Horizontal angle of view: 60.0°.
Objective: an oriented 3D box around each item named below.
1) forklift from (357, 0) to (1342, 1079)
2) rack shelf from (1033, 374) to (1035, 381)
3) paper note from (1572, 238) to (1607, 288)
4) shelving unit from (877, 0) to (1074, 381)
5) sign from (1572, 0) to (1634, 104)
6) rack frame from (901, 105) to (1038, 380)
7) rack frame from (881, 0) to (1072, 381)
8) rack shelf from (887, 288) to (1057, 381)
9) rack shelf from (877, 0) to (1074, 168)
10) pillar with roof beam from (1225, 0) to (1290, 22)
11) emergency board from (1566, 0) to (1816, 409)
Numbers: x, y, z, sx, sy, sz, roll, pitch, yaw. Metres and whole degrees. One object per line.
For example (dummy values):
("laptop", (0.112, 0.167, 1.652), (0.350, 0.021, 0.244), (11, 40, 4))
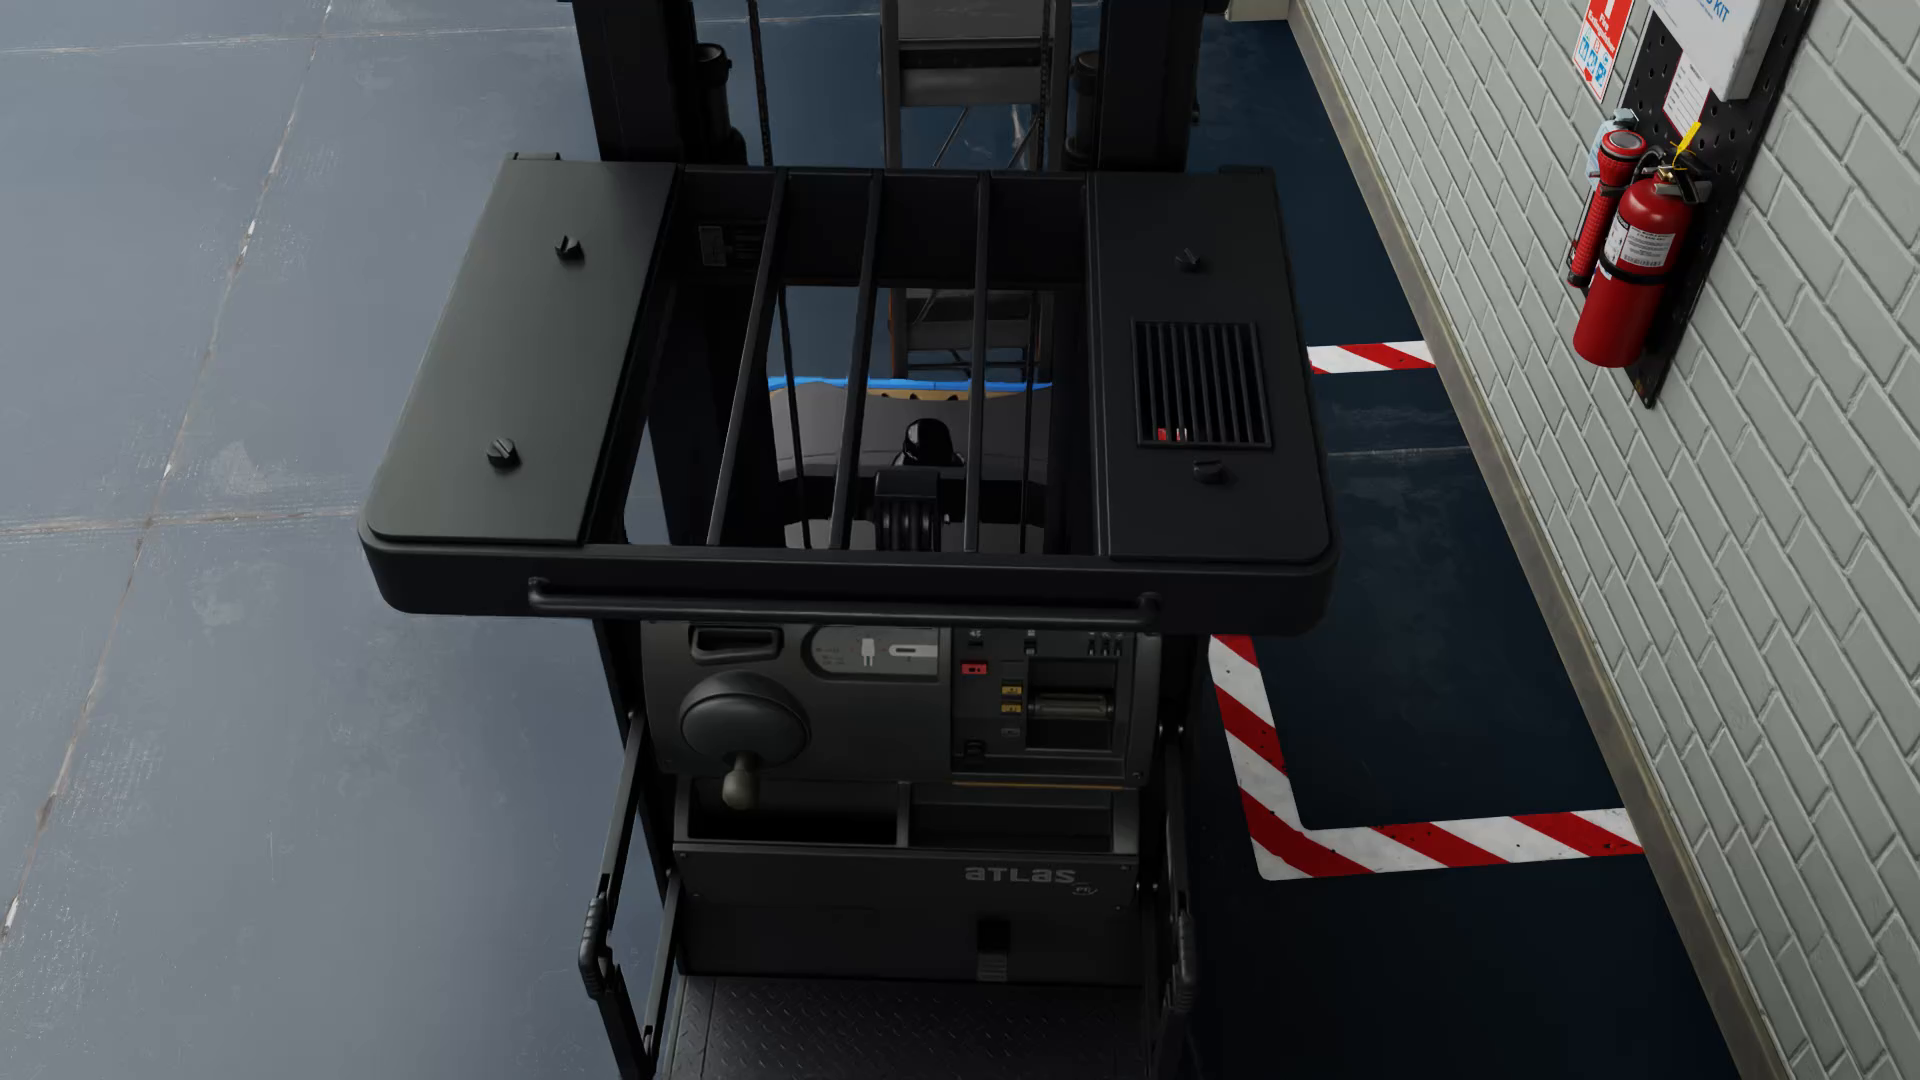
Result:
("forklift", (-0.111, 0.394, 2.858), (1.130, 2.935, 3.031), (1, 47, 1))
("rack shelf", (0.024, -0.131, 4.911), (0.431, 0.518, 0.480), (-2, 47, -2))
("paper note", (1.721, -0.785, 4.534), (0.016, 0.148, 0.142), (-3, 47, -3))
("shelving unit", (0.025, -0.622, 4.392), (0.431, 2.100, 0.503), (-2, 47, -2))
("sign", (1.724, -1.374, 4.461), (0.001, 0.329, 0.234), (-3, 47, -3))
("rack frame", (0.015, -0.799, 4.560), (0.400, 2.100, 0.015), (-2, 47, -2))
("rack frame", (0.034, -0.445, 4.225), (0.400, 2.100, 0.015), (-2, 47, -2))
("rack shelf", (0.025, -0.612, 4.402), (0.431, 0.518, 0.480), (-2, 47, -2))
("rack shelf", (0.025, -1.094, 3.894), (0.431, 0.518, 0.480), (-2, 47, -2))
("pillar with roof beam", (-2.956, -5.308, 4.079), (9.100, 9.000, 0.400), (-3, 47, -3))
("emergency board", (1.667, -0.956, 4.089), (0.194, 1.169, 0.643), (-3, 47, -3))
